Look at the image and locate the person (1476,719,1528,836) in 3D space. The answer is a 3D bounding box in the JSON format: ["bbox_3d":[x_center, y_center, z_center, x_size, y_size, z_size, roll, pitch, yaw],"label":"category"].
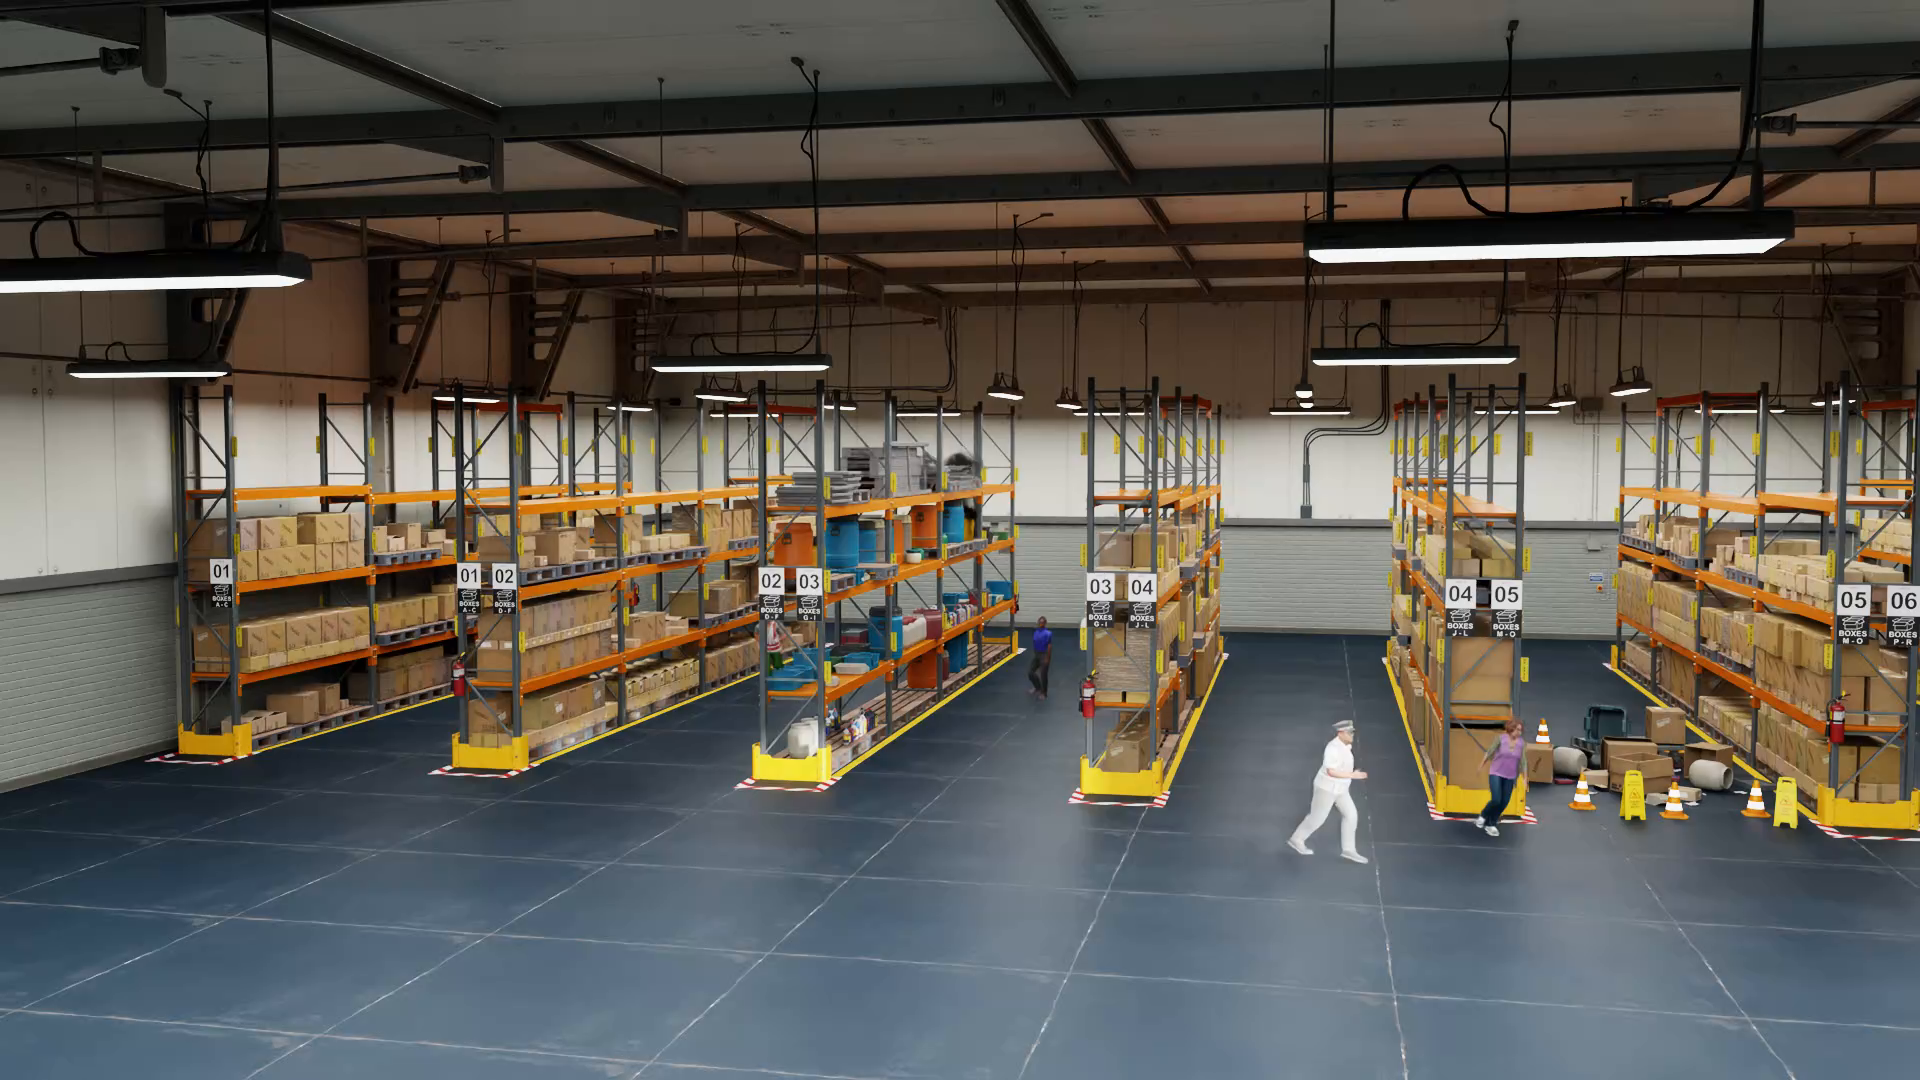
[{"bbox_3d":[6.955,3.043,21.336,0.554,1.548,0.544,-1,3,-11],"label":"person"}]

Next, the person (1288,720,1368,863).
[{"bbox_3d":[4.463,3.001,20.066,1.004,1.731,0.672,2,4,38],"label":"person"}]

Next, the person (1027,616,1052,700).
[{"bbox_3d":[1.599,2.348,33.049,0.614,1.663,0.440,3,4,40],"label":"person"}]

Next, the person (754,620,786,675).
[{"bbox_3d":[-3.804,2.240,33.261,0.665,1.760,0.874,0,3,3],"label":"person"}]

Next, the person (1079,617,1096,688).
[{"bbox_3d":[2.818,2.197,34.464,0.684,1.810,0.822,1,3,20],"label":"person"}]
